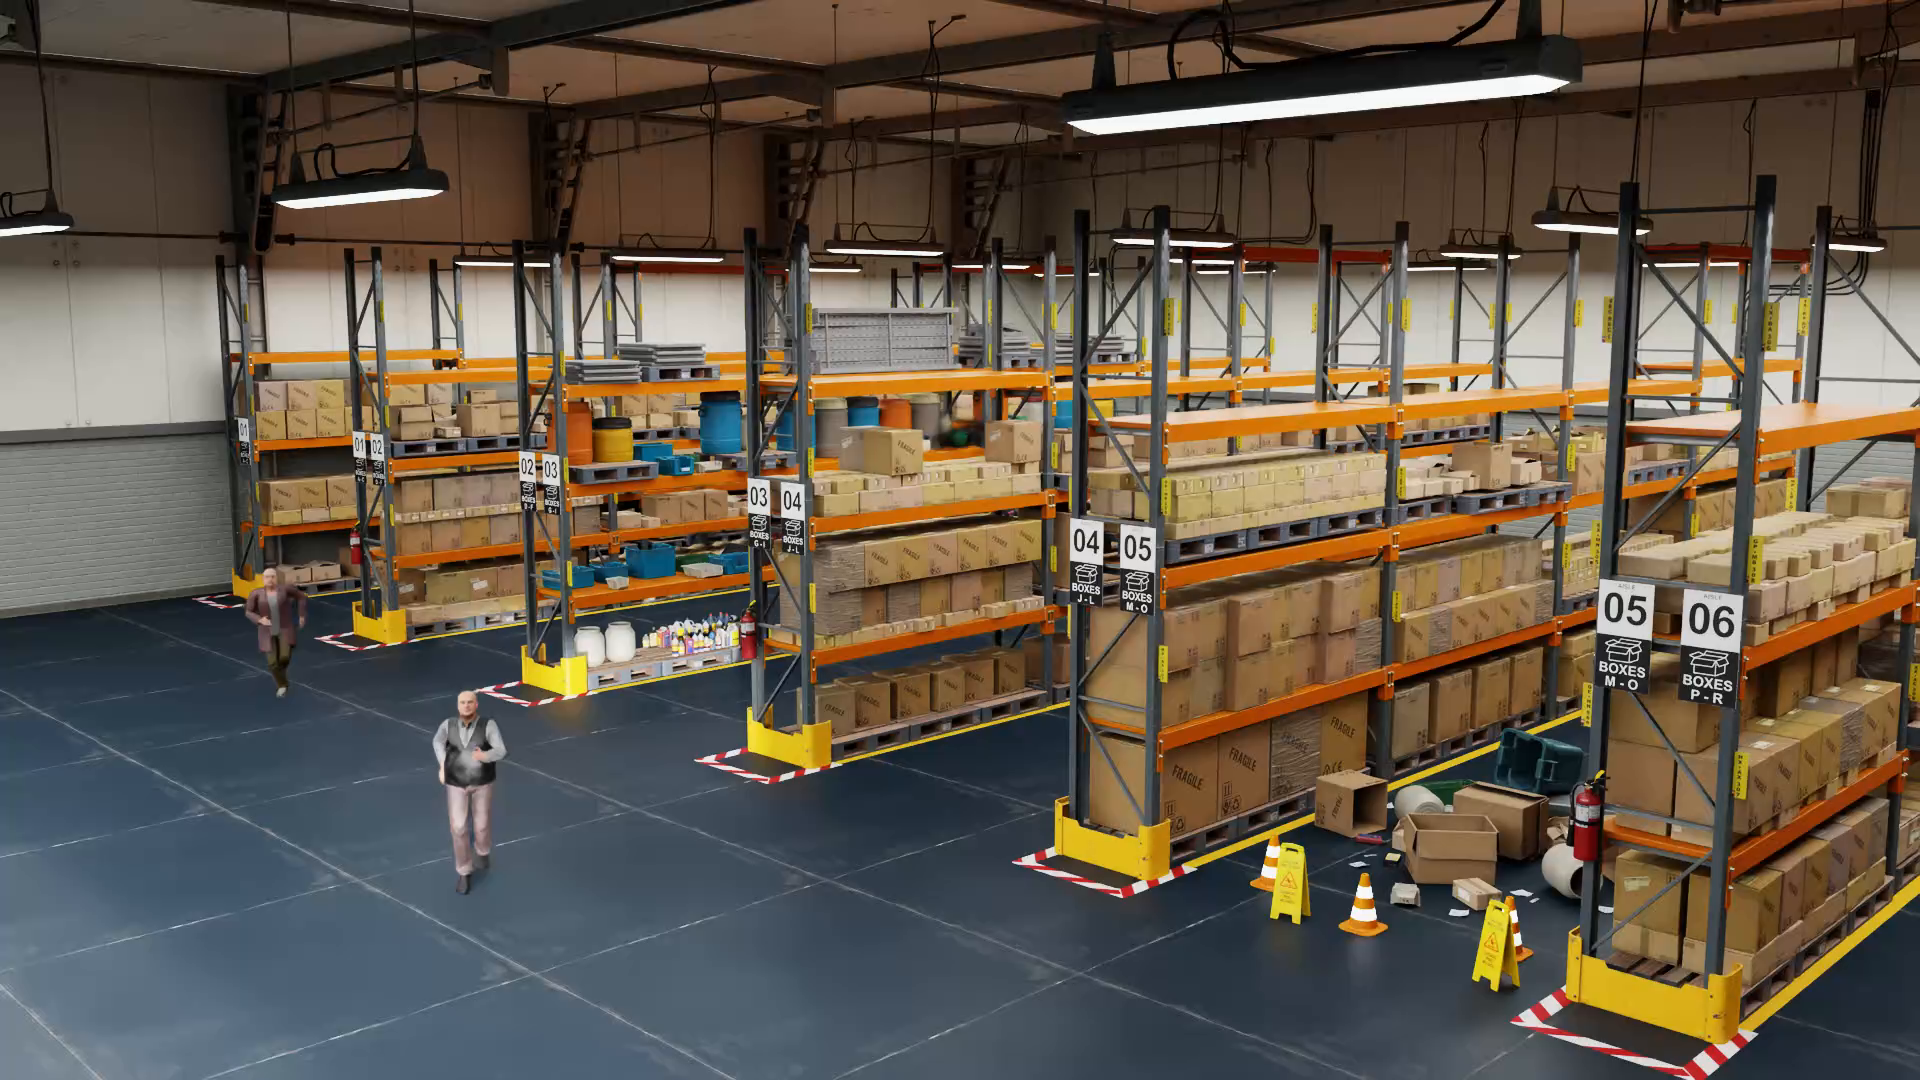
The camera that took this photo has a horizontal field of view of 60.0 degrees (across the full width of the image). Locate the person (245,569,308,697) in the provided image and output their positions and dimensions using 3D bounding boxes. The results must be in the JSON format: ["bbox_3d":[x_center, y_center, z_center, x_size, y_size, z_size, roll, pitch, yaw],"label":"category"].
[{"bbox_3d":[-8.991,1.226,21.912,0.763,1.729,0.703,-3,9,-22],"label":"person"}]

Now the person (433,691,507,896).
[{"bbox_3d":[-4.376,2.220,14.875,0.643,1.776,0.737,-2,8,-13],"label":"person"}]

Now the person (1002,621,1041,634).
[{"bbox_3d":[0.899,0.565,24.752,0.614,1.705,0.867,6,10,37],"label":"person"}]

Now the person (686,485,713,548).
[{"bbox_3d":[-5.102,-0.329,32.463,0.705,1.746,0.991,7,11,41],"label":"person"}]
